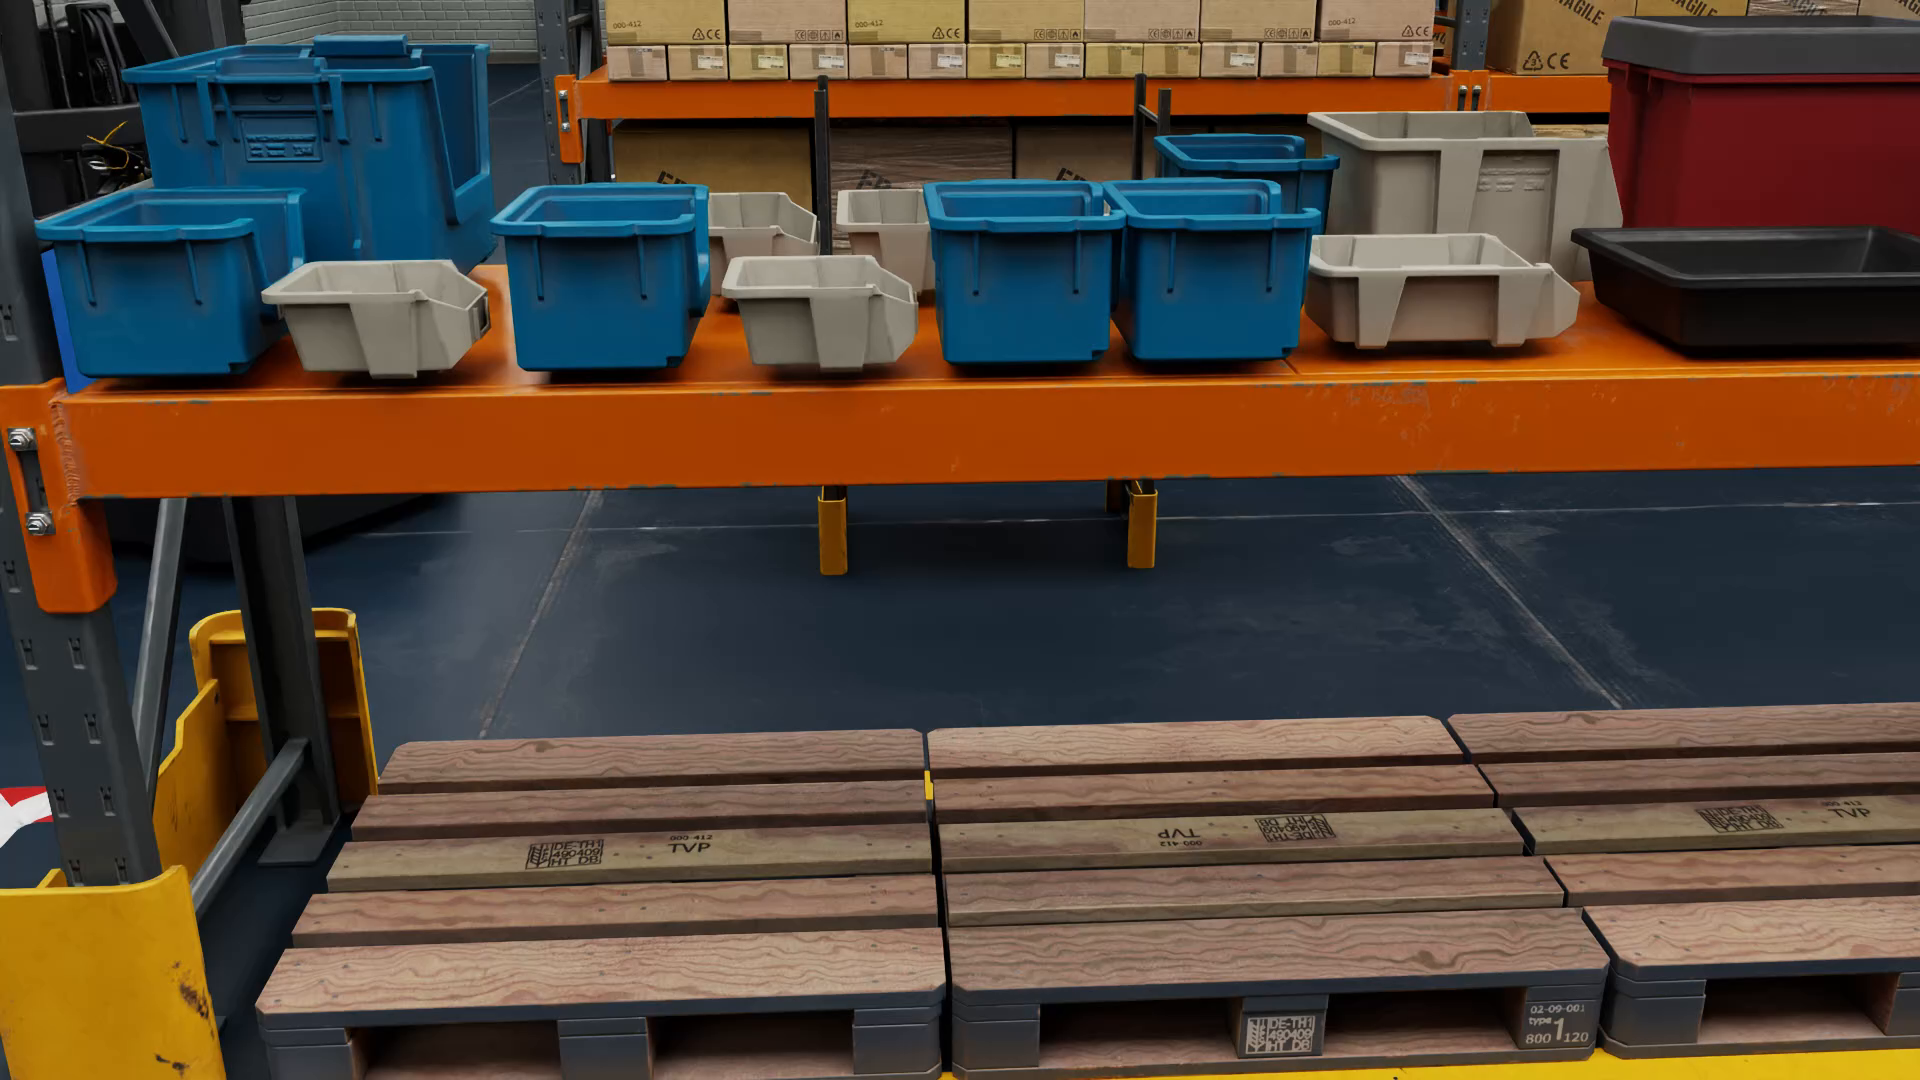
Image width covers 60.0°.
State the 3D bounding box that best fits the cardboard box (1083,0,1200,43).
[{"bbox_3d":[0.775,-2.360,7.396,0.500,0.250,0.500,-1,21,-2],"label":"cardboard box"}]

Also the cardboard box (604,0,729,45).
[{"bbox_3d":[-1.272,-2.316,7.282,0.500,0.250,0.500,-2,21,-4],"label":"cardboard box"}]

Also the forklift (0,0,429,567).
[{"bbox_3d":[-3.313,-1.658,5.858,3.031,2.935,1.130,12,24,30],"label":"forklift"}]

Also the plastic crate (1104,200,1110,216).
[{"bbox_3d":[0.181,-0.587,3.235,0.250,0.136,0.298,-1,21,-3],"label":"plastic crate"}]

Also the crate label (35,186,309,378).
[{"bbox_3d":[-1.218,-0.412,2.638,0.303,0.233,0.416,-1,21,-3],"label":"crate label"}]

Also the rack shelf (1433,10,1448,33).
[{"bbox_3d":[4.041,-3.883,12.616,4.000,0.370,1.077,-1,21,-3],"label":"rack shelf"}]

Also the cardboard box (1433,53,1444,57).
[{"bbox_3d":[3.838,-3.499,12.464,0.500,0.250,0.500,0,21,-1],"label":"cardboard box"}]

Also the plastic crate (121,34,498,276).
[{"bbox_3d":[-1.160,-0.692,3.088,0.499,0.435,0.616,-1,21,-3],"label":"plastic crate"}]

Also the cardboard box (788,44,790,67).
[{"bbox_3d":[-0.918,-2.351,7.933,0.250,0.149,0.380,-1,21,-3],"label":"cardboard box"}]

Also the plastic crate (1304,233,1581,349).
[{"bbox_3d":[0.788,-0.418,2.789,0.466,0.136,0.293,-1,21,-3],"label":"plastic crate"}]

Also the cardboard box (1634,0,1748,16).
[{"bbox_3d":[3.202,-2.393,7.549,0.500,0.500,0.500,-1,21,-3],"label":"cardboard box"}]

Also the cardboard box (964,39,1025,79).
[{"bbox_3d":[0.142,-2.138,7.373,0.250,0.149,0.380,-2,21,-4],"label":"cardboard box"}]

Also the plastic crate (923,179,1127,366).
[{"bbox_3d":[0.096,-0.439,2.709,0.300,0.233,0.416,-1,21,-3],"label":"plastic crate"}]

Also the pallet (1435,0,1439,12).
[{"bbox_3d":[2.816,-4.053,12.320,1.213,0.211,1.003,-1,21,-3],"label":"pallet"}]

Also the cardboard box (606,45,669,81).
[{"bbox_3d":[-1.393,-2.106,7.290,0.250,0.149,0.380,-1,21,-2],"label":"cardboard box"}]

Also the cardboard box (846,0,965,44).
[{"bbox_3d":[-0.251,-2.338,7.339,0.500,0.250,0.500,-2,21,-5],"label":"cardboard box"}]

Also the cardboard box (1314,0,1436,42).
[{"bbox_3d":[1.801,-2.382,7.453,0.500,0.250,0.500,-2,21,-4],"label":"cardboard box"}]

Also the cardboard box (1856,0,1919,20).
[{"bbox_3d":[4.218,-2.415,7.608,0.500,0.500,0.500,-1,21,-2],"label":"cardboard box"}]

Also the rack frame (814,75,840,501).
[{"bbox_3d":[-0.422,-0.692,5.332,0.032,1.500,0.500,-1,21,-3],"label":"rack frame"}]

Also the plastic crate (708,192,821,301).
[{"bbox_3d":[-0.390,-0.561,3.164,0.243,0.136,0.396,-1,21,-3],"label":"plastic crate"}]

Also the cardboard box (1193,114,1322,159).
[{"bbox_3d":[1.563,-1.633,8.091,0.875,0.875,0.875,-1,21,-3],"label":"cardboard box"}]

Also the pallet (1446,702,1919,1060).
[{"bbox_3d":[1.778,0.677,3.547,1.213,0.211,1.003,-1,21,-3],"label":"pallet"}]

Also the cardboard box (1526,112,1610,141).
[{"bbox_3d":[2.865,-1.638,8.104,0.875,0.875,1.225,-1,21,-3],"label":"cardboard box"}]

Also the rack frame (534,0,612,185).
[{"bbox_3d":[-1.766,-2.334,7.534,0.127,3.000,1.000,-1,21,-3],"label":"rack frame"}]

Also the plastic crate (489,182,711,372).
[{"bbox_3d":[-0.561,-0.425,2.673,0.300,0.233,0.416,-1,21,-3],"label":"plastic crate"}]

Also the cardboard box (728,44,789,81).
[{"bbox_3d":[-0.882,-2.117,7.319,0.250,0.149,0.380,-2,21,-4],"label":"cardboard box"}]

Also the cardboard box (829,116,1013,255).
[{"bbox_3d":[-0.224,-1.597,7.995,0.875,0.875,0.875,-1,21,-3],"label":"cardboard box"}]

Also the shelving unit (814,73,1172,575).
[{"bbox_3d":[0.076,-0.702,5.358,1.083,1.500,0.587,-1,21,-3],"label":"shelving unit"}]

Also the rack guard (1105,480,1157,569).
[{"bbox_3d":[0.573,-0.128,5.607,0.087,0.250,0.587,-1,21,-3],"label":"rack guard"}]

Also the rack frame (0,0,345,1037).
[{"bbox_3d":[-1.484,-0.574,2.913,0.127,3.000,1.000,-1,21,-3],"label":"rack frame"}]

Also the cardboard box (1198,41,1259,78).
[{"bbox_3d":[1.171,-2.159,7.429,0.250,0.149,0.380,-1,21,-2],"label":"cardboard box"}]

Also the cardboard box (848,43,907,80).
[{"bbox_3d":[-0.367,-2.128,7.347,0.250,0.149,0.380,-2,21,-4],"label":"cardboard box"}]

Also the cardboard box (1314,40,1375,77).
[{"bbox_3d":[1.684,-2.169,7.457,0.250,0.149,0.380,-1,21,-2],"label":"cardboard box"}]

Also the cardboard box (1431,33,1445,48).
[{"bbox_3d":[4.960,-5.235,17.552,0.875,0.875,0.875,-1,21,-4],"label":"cardboard box"}]

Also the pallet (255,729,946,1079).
[{"bbox_3d":[-0.658,0.726,3.417,1.213,0.211,1.003,-1,21,-3],"label":"pallet"}]

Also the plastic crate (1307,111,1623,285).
[{"bbox_3d":[0.975,-0.662,3.227,0.530,0.282,0.437,-1,21,-3],"label":"plastic crate"}]

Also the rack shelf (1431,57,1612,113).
[{"bbox_3d":[4.224,-2.119,7.983,4.000,0.370,1.077,-1,21,-3],"label":"rack shelf"}]

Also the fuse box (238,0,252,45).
[{"bbox_3d":[-7.935,-5.878,18.655,0.414,1.711,0.539,-1,21,-3],"label":"fuse box"}]

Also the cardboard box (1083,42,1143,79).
[{"bbox_3d":[0.658,-2.149,7.402,0.250,0.149,0.380,-1,21,-4],"label":"cardboard box"}]
